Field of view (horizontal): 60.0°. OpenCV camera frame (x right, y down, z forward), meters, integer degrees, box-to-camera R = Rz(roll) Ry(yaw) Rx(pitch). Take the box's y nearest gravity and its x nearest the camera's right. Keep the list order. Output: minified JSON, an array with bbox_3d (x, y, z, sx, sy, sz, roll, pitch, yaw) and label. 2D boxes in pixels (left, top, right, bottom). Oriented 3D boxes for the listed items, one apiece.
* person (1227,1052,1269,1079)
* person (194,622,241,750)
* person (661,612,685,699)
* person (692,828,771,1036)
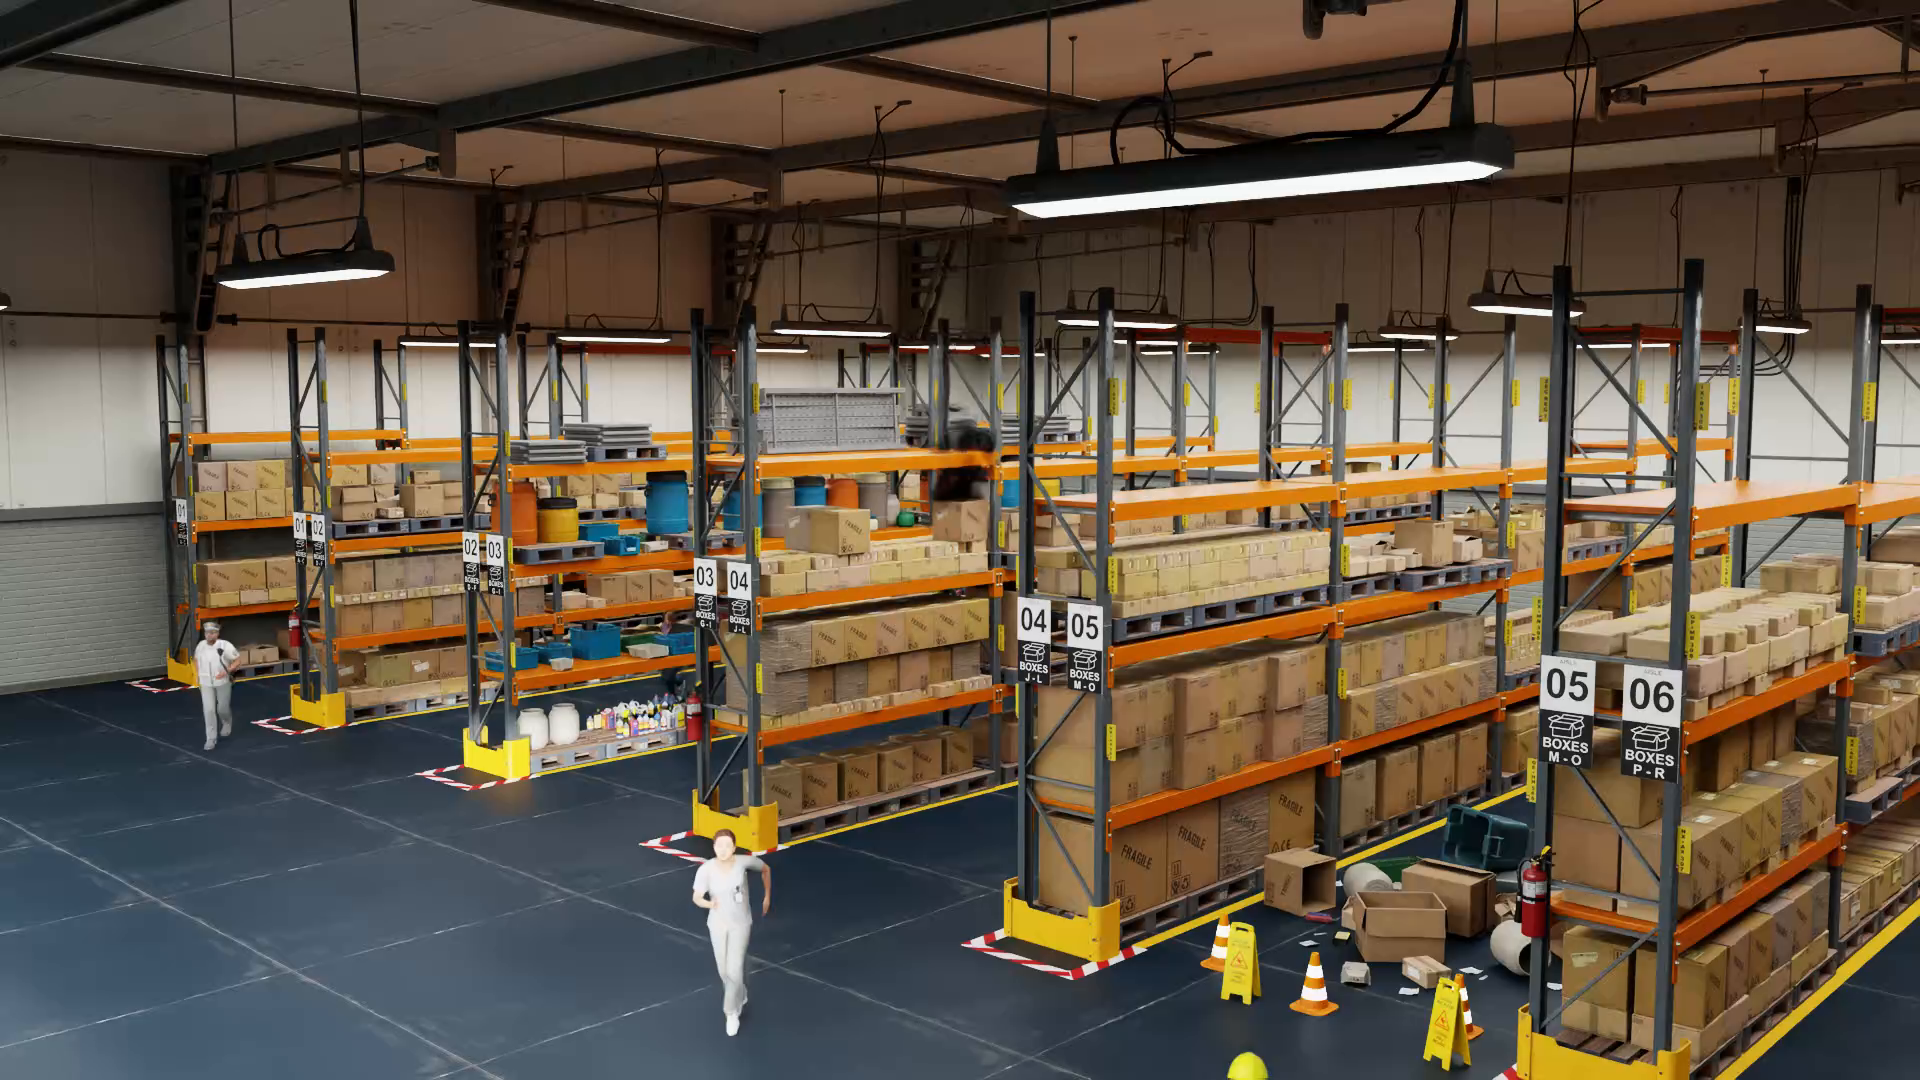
[{"bbox_3d":[1.452,3.490,8.453,0.720,1.834,0.787,1,5,10],"label":"person"},{"bbox_3d":[-10.608,2.037,23.760,0.656,1.787,0.894,-1,5,-10],"label":"person"},{"bbox_3d":[-4.551,1.904,26.606,0.522,1.554,0.598,3,6,31],"label":"person"},{"bbox_3d":[-1.820,3.089,13.265,0.590,1.655,0.798,0,5,0],"label":"person"}]
